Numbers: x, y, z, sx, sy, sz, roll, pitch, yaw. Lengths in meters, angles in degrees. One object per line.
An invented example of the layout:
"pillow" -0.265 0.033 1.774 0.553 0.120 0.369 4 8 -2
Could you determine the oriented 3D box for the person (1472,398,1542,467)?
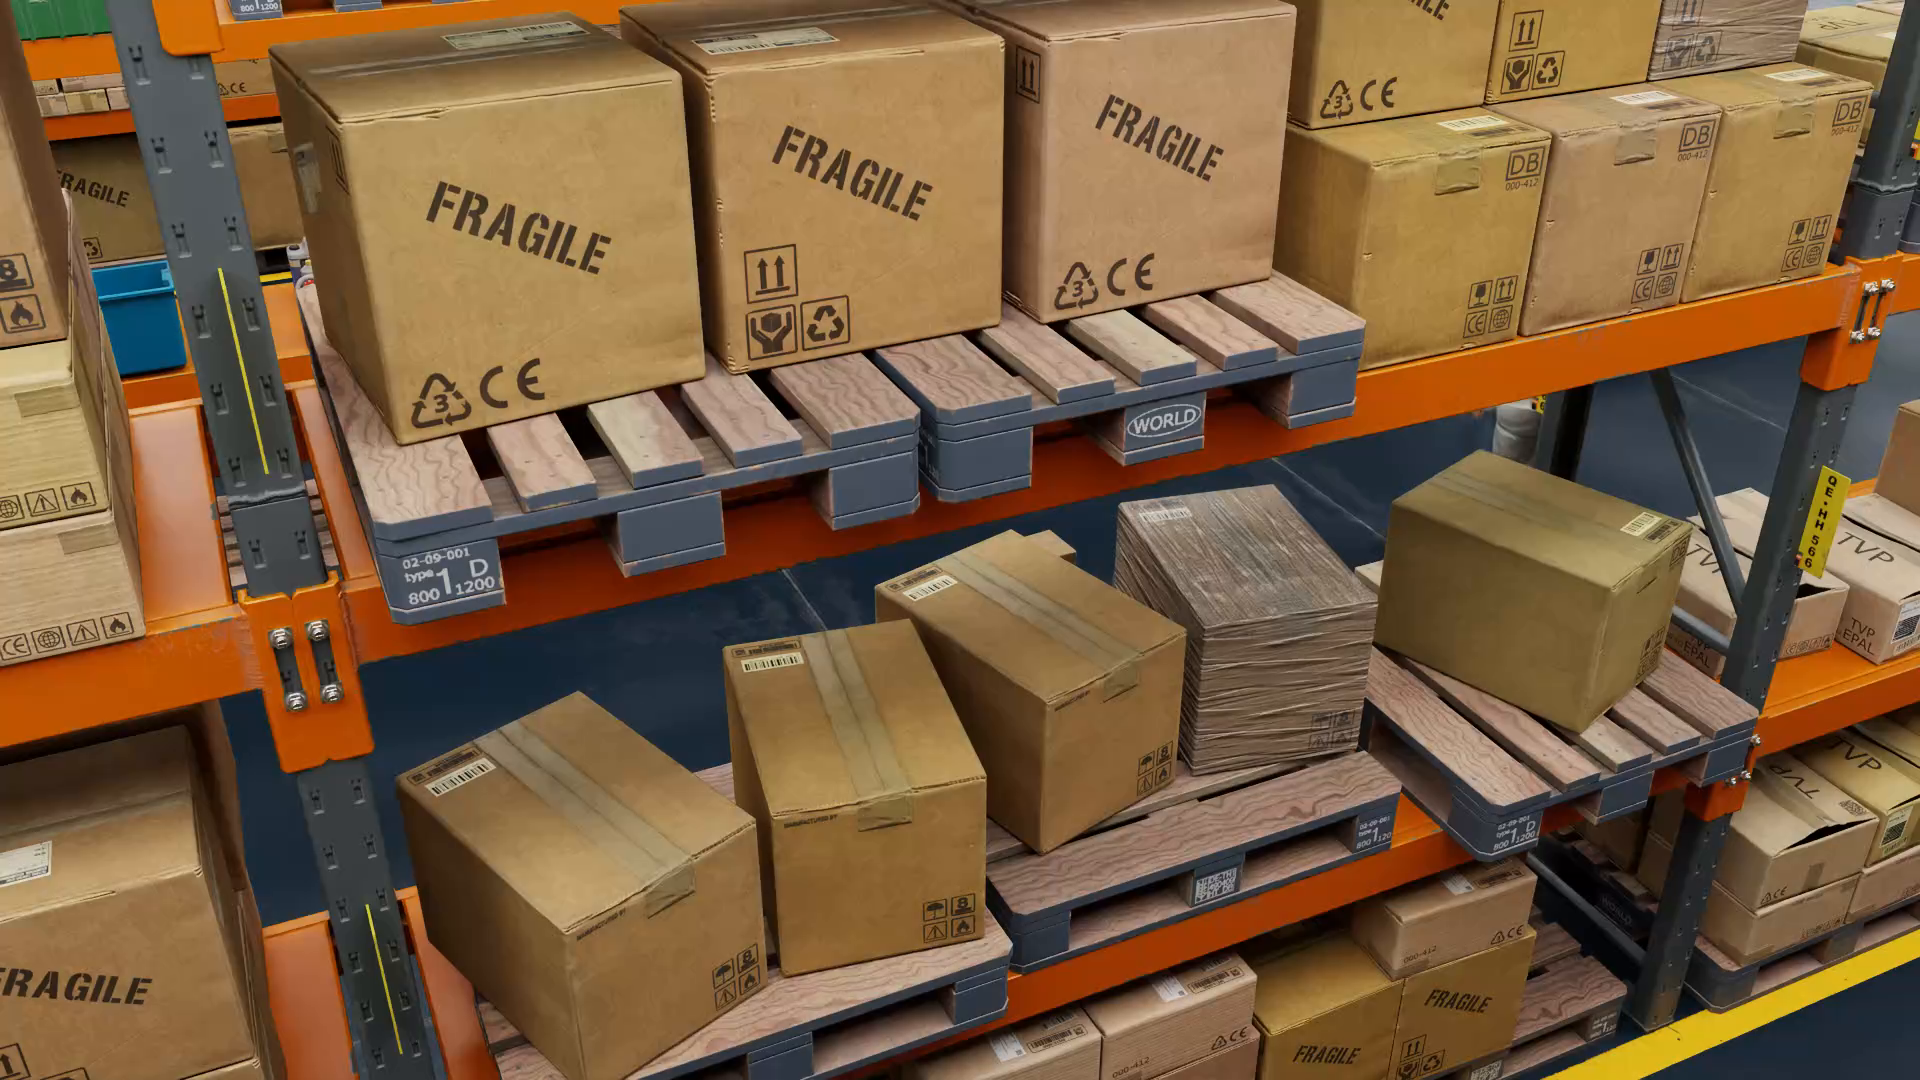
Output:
"person" 2.849 -0.716 8.384 1.009 1.612 0.511 -7 30 -13
